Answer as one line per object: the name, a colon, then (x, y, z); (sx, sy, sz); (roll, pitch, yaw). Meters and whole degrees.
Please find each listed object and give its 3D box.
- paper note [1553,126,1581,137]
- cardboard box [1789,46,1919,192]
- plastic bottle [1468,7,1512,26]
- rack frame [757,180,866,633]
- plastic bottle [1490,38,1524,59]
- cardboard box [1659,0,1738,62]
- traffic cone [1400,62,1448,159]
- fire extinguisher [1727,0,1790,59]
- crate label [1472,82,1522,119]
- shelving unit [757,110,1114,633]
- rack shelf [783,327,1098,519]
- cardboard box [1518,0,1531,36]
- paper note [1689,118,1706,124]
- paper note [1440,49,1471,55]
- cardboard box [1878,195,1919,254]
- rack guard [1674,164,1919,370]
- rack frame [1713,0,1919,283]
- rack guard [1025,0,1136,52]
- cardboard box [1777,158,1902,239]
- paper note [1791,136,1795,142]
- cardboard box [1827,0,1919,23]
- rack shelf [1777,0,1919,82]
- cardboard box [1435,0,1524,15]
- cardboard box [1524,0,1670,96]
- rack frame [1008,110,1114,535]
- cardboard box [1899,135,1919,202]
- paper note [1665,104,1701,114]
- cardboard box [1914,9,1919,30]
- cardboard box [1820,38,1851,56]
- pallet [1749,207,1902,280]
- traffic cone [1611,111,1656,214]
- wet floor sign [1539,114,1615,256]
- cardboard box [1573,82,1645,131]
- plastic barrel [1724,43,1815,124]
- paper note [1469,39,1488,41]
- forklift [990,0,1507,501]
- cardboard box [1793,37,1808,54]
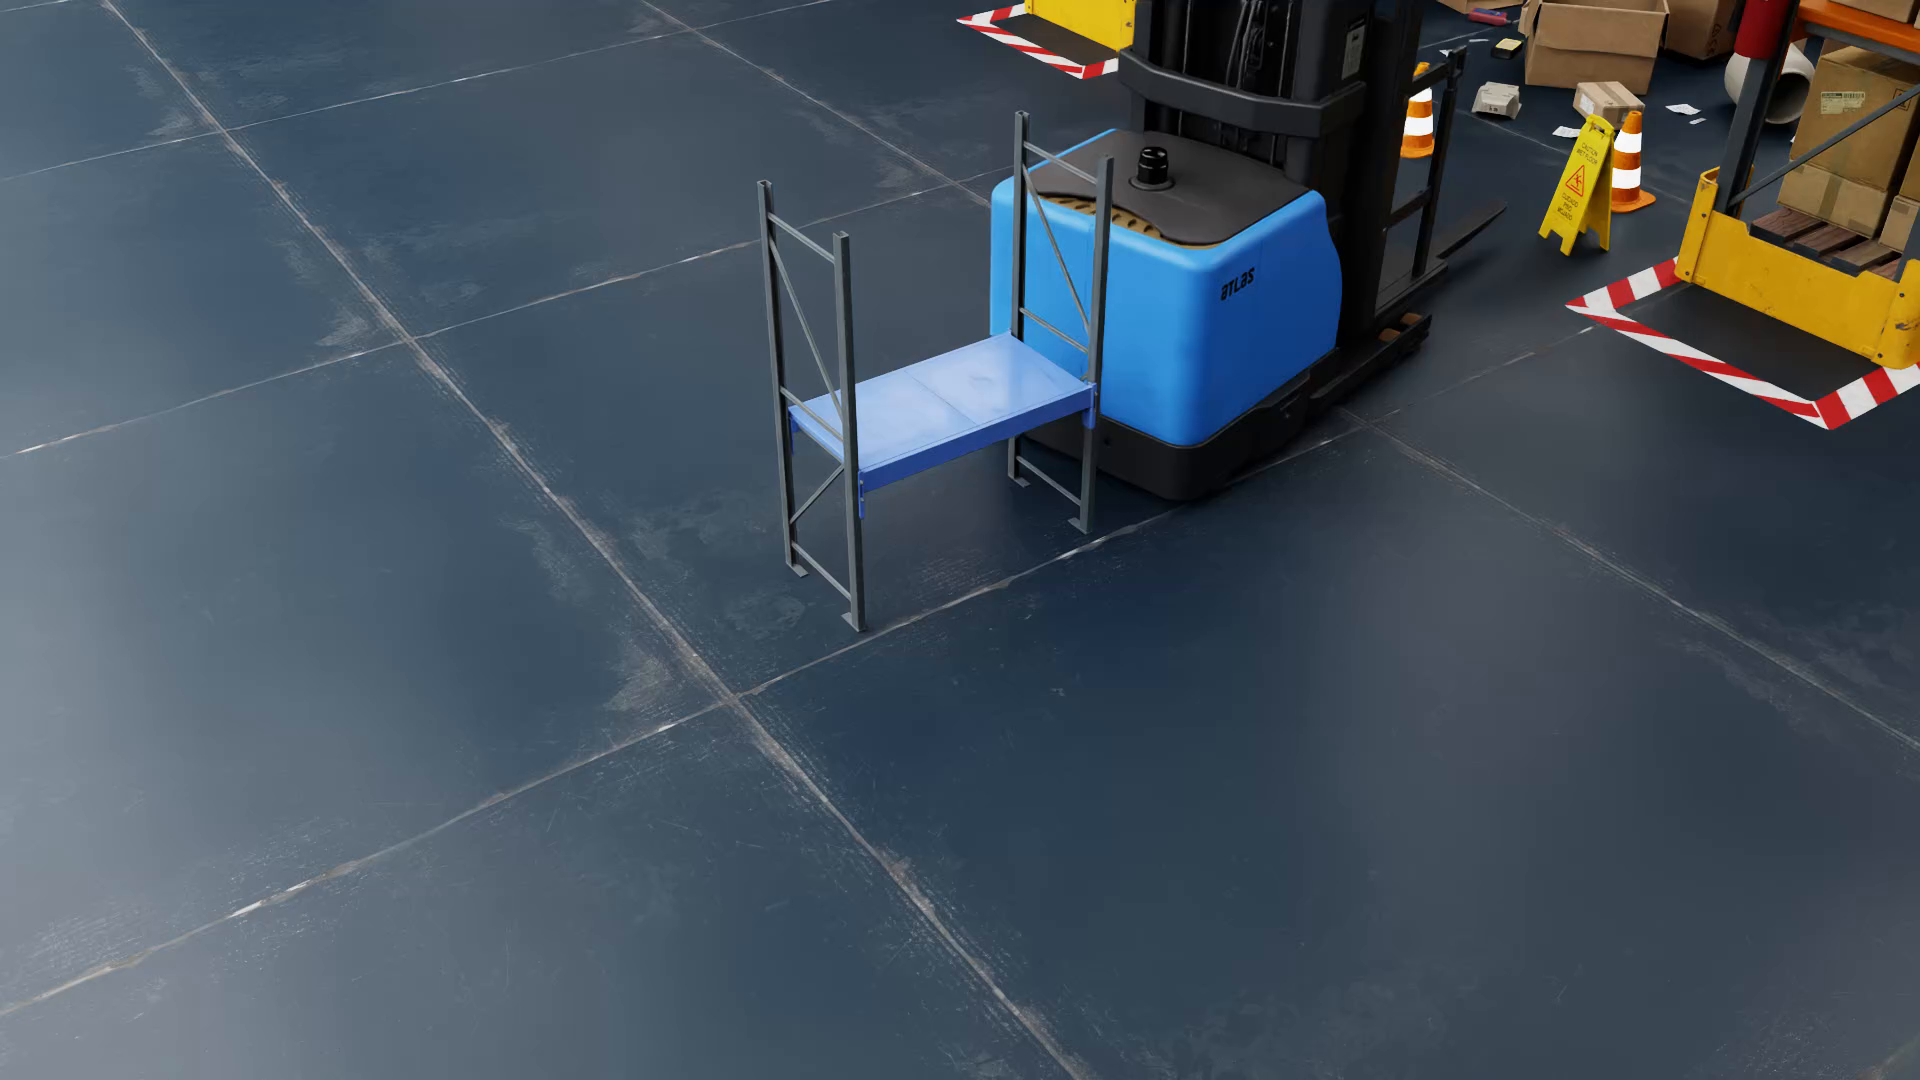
paper note: (3.467, -2.324, 9.454); (0.148, 0.019, 0.142); (22, 41, 28)
cardboard box: (4.345, -2.013, 7.834); (0.500, 0.500, 0.500); (-22, 41, -28)
plastic bottle: (3.524, -3.457, 11.004); (0.283, 0.061, 0.133); (22, 41, 28)
rack frame: (-0.485, -0.409, 5.534); (0.032, 1.500, 0.500); (-22, 41, -28)
plastic bottle: (3.478, -3.125, 10.543); (0.133, 0.061, 0.283); (22, 41, 28)
cardboard box: (4.577, -3.420, 10.458); (0.503, 0.637, 0.797); (-22, 41, -28)
traffic cone: (2.532, -2.407, 9.200); (0.334, 0.463, 0.336); (-22, 41, -28)
fire extinguisher: (3.482, -2.411, 7.099); (0.183, 0.674, 0.296); (-22, 41, -28)
crate label: (3.138, -2.568, 9.704); (0.250, 0.136, 0.298); (15, 38, 20)
shelving unit: (-0.070, -0.580, 5.772); (1.048, 1.500, 0.538); (-22, 41, -28)
rack shelf: (-0.070, -0.434, 5.877); (1.000, 0.185, 0.538); (-22, 41, -28)
cardboard box: (3.832, -3.368, 10.705); (0.258, 0.266, 0.396); (-15, 38, -20)
paper note: (4.262, -2.421, 9.607); (0.123, 0.001, 0.032); (-22, 41, -28)
paper note: (3.132, -3.086, 10.517); (0.142, 0.017, 0.144); (-9, 37, -12)
cardboard box: (4.659, -1.454, 7.699); (0.500, 0.250, 0.500); (-23, 42, -28)
rack guard: (3.903, -1.272, 7.590); (0.348, 0.500, 1.175); (-22, 41, -28)
rack frame: (3.841, -2.261, 6.825); (0.127, 3.000, 1.000); (-22, 41, -28)
rack guard: (0.887, -3.566, 10.781); (0.348, 0.500, 1.175); (-22, 41, -28)
cardboard box: (4.366, -1.723, 8.073); (0.500, 0.250, 0.500); (-23, 41, -28)
paper note: (4.749, -2.240, 9.338); (0.142, 0.019, 0.148); (22, 41, 28)
cardboard box: (4.023, -2.387, 7.215); (0.250, 0.149, 0.380); (-21, 41, -26)
rack shelf: (5.475, -2.642, 7.970); (4.000, 0.370, 1.077); (-22, 41, -28)
cardboard box: (3.498, -3.909, 11.255); (0.500, 0.500, 0.500); (-15, 38, -20)
cardboard box: (3.818, -3.047, 10.055); (0.797, 0.503, 0.637); (9, 37, 12)
rack frame: (0.346, -0.751, 6.010); (0.032, 1.500, 0.500); (-22, 41, -28)
cardboard box: (4.678, -1.767, 7.491); (0.500, 0.500, 0.500); (-24, 42, -29)
paper note: (4.247, -2.533, 9.756); (0.142, 0.019, 0.148); (-9, 37, -12)
cardboard box: (4.237, -2.174, 6.919); (0.250, 0.149, 0.380); (-22, 41, -28)
cardboard box: (5.450, -2.882, 9.826); (0.500, 0.500, 0.500); (3, 36, 4)
pallet: (4.587, -1.411, 8.031); (1.213, 0.211, 1.003); (-22, 41, -28)
traffic cone: (3.449, -1.991, 8.622); (0.334, 0.463, 0.336); (-22, 41, -28)
wet floor sign: (3.069, -1.752, 8.133); (0.232, 0.644, 0.267); (-9, 37, -12)
cardboard box: (3.748, -2.508, 9.610); (0.250, 0.149, 0.380); (-3, 36, -4)
plastic barrel: (4.657, -2.632, 9.547); (0.421, 0.421, 0.512); (3, 36, 4)
paper note: (3.345, -3.222, 10.721); (0.123, 0.001, 0.032); (-3, 36, -4)
forklift: (1.447, -2.123, 6.691); (1.130, 2.935, 3.031); (27, 44, 32)
cardboard box: (5.208, -3.247, 10.537); (0.258, 0.266, 0.396); (9, 37, 12)
